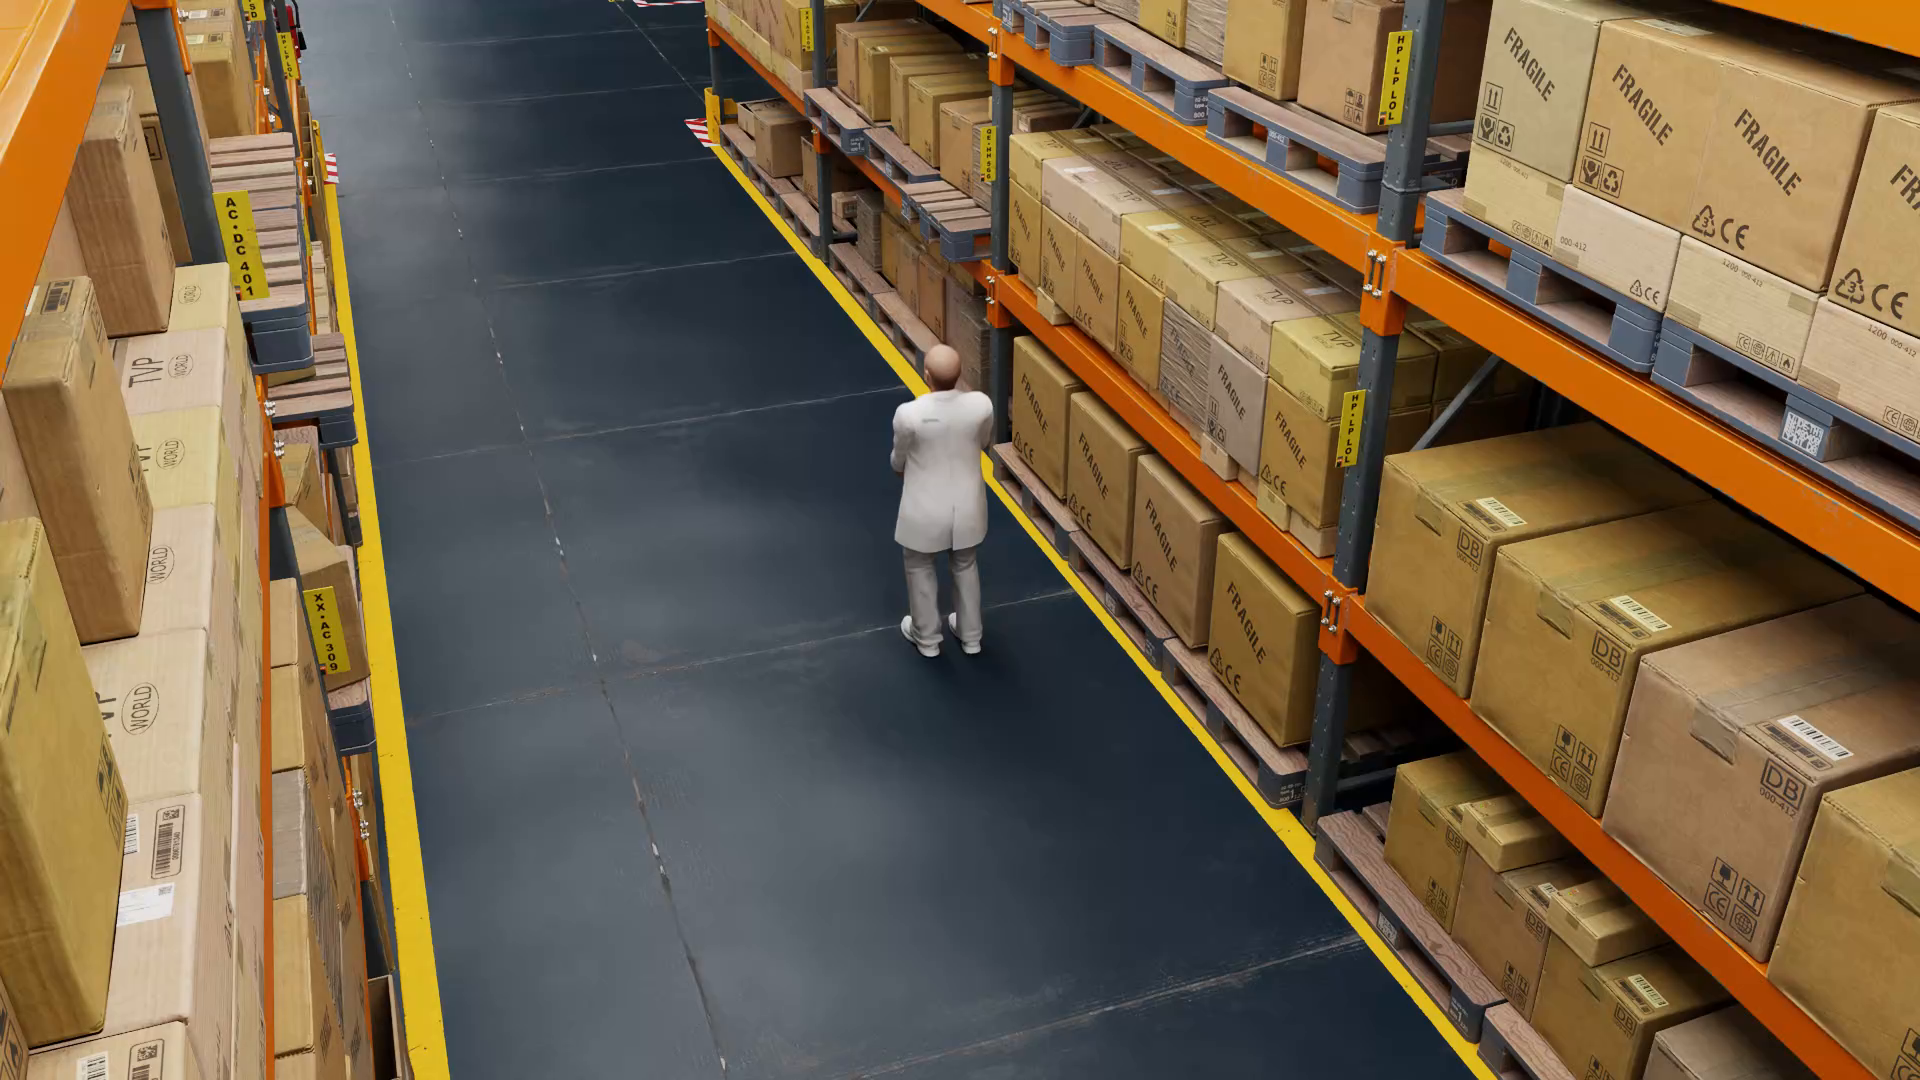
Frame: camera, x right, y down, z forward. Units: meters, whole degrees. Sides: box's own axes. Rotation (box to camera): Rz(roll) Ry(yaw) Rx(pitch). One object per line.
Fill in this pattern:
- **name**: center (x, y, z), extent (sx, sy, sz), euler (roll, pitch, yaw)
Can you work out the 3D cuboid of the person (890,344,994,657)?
- **person**: center (-0.126, -0.244, 8.583), extent (0.528, 1.771, 0.563), euler (-10, 31, -17)
